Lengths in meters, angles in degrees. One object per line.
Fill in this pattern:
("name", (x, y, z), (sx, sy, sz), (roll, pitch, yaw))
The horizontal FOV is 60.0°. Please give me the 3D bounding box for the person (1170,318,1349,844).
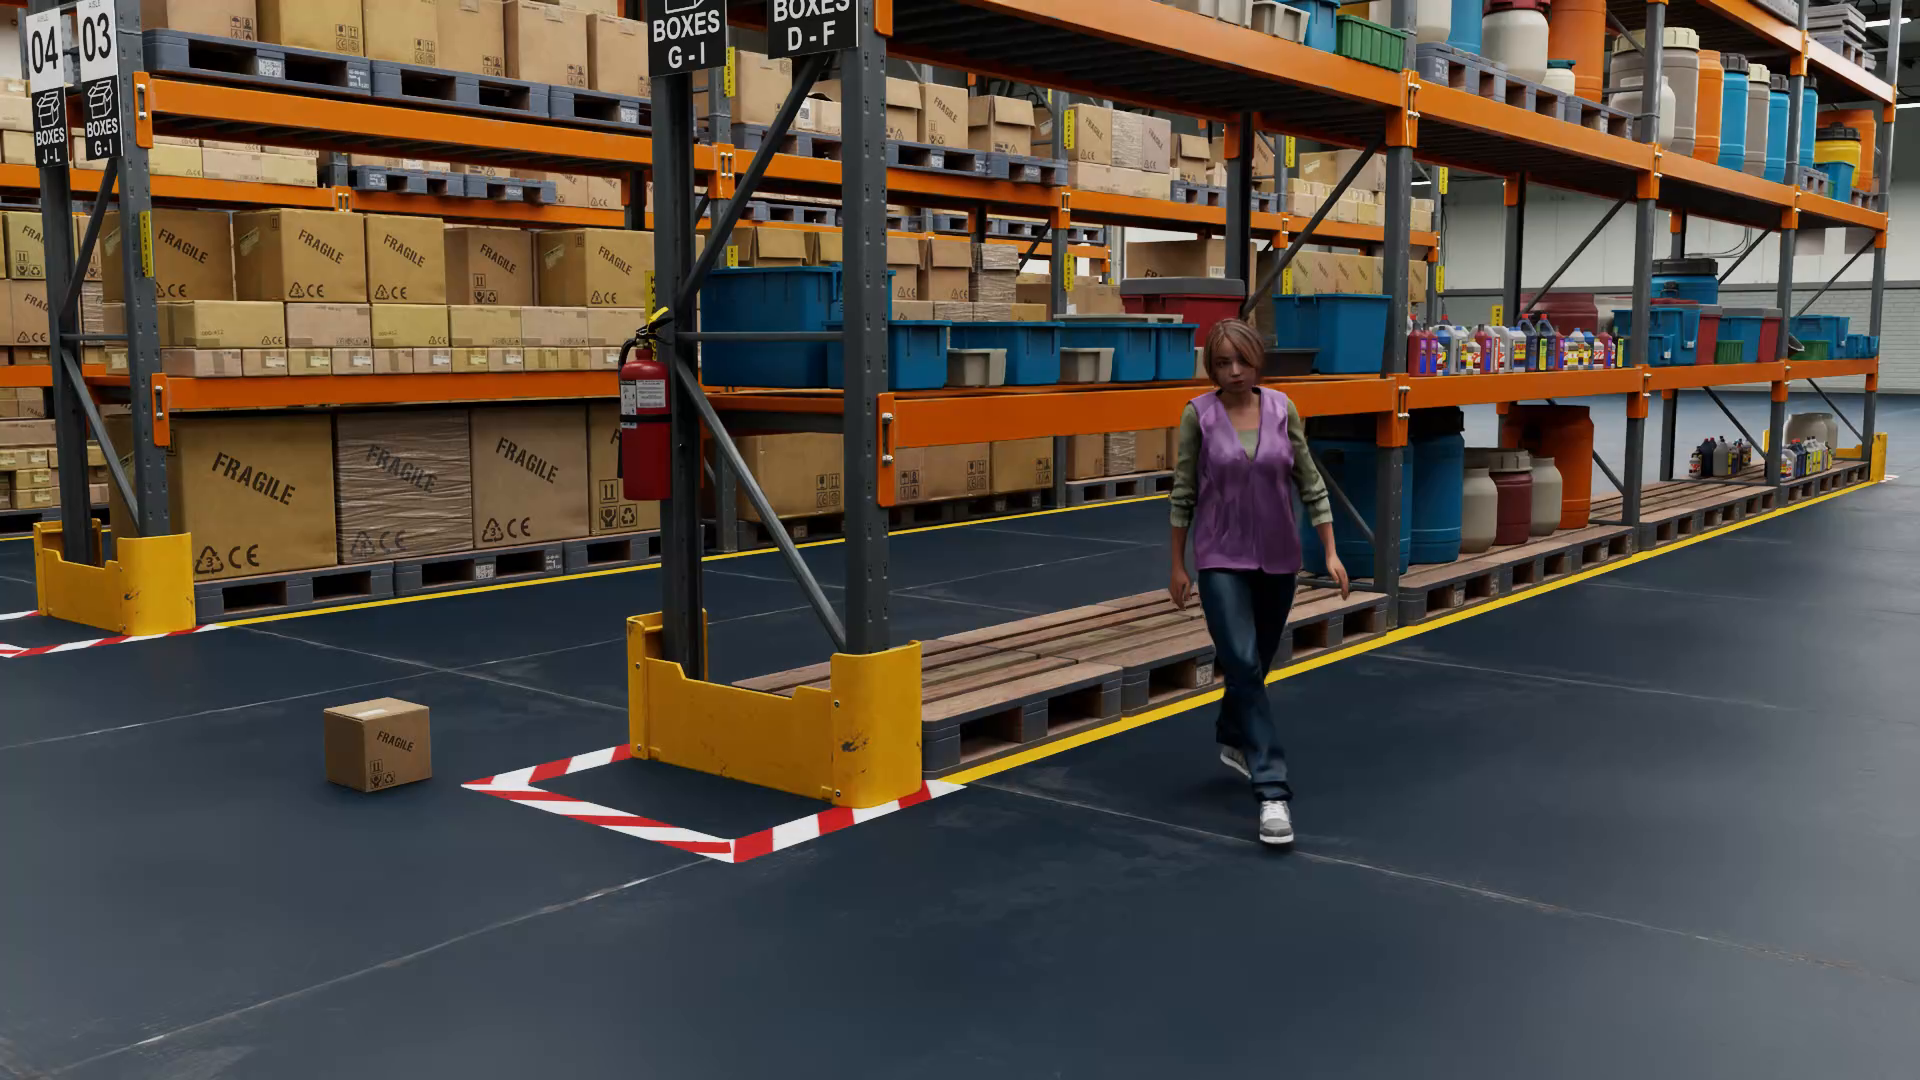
("person", (0.931, 0.083, 5.191), (0.497, 1.537, 0.902), (-2, 7, -12))
